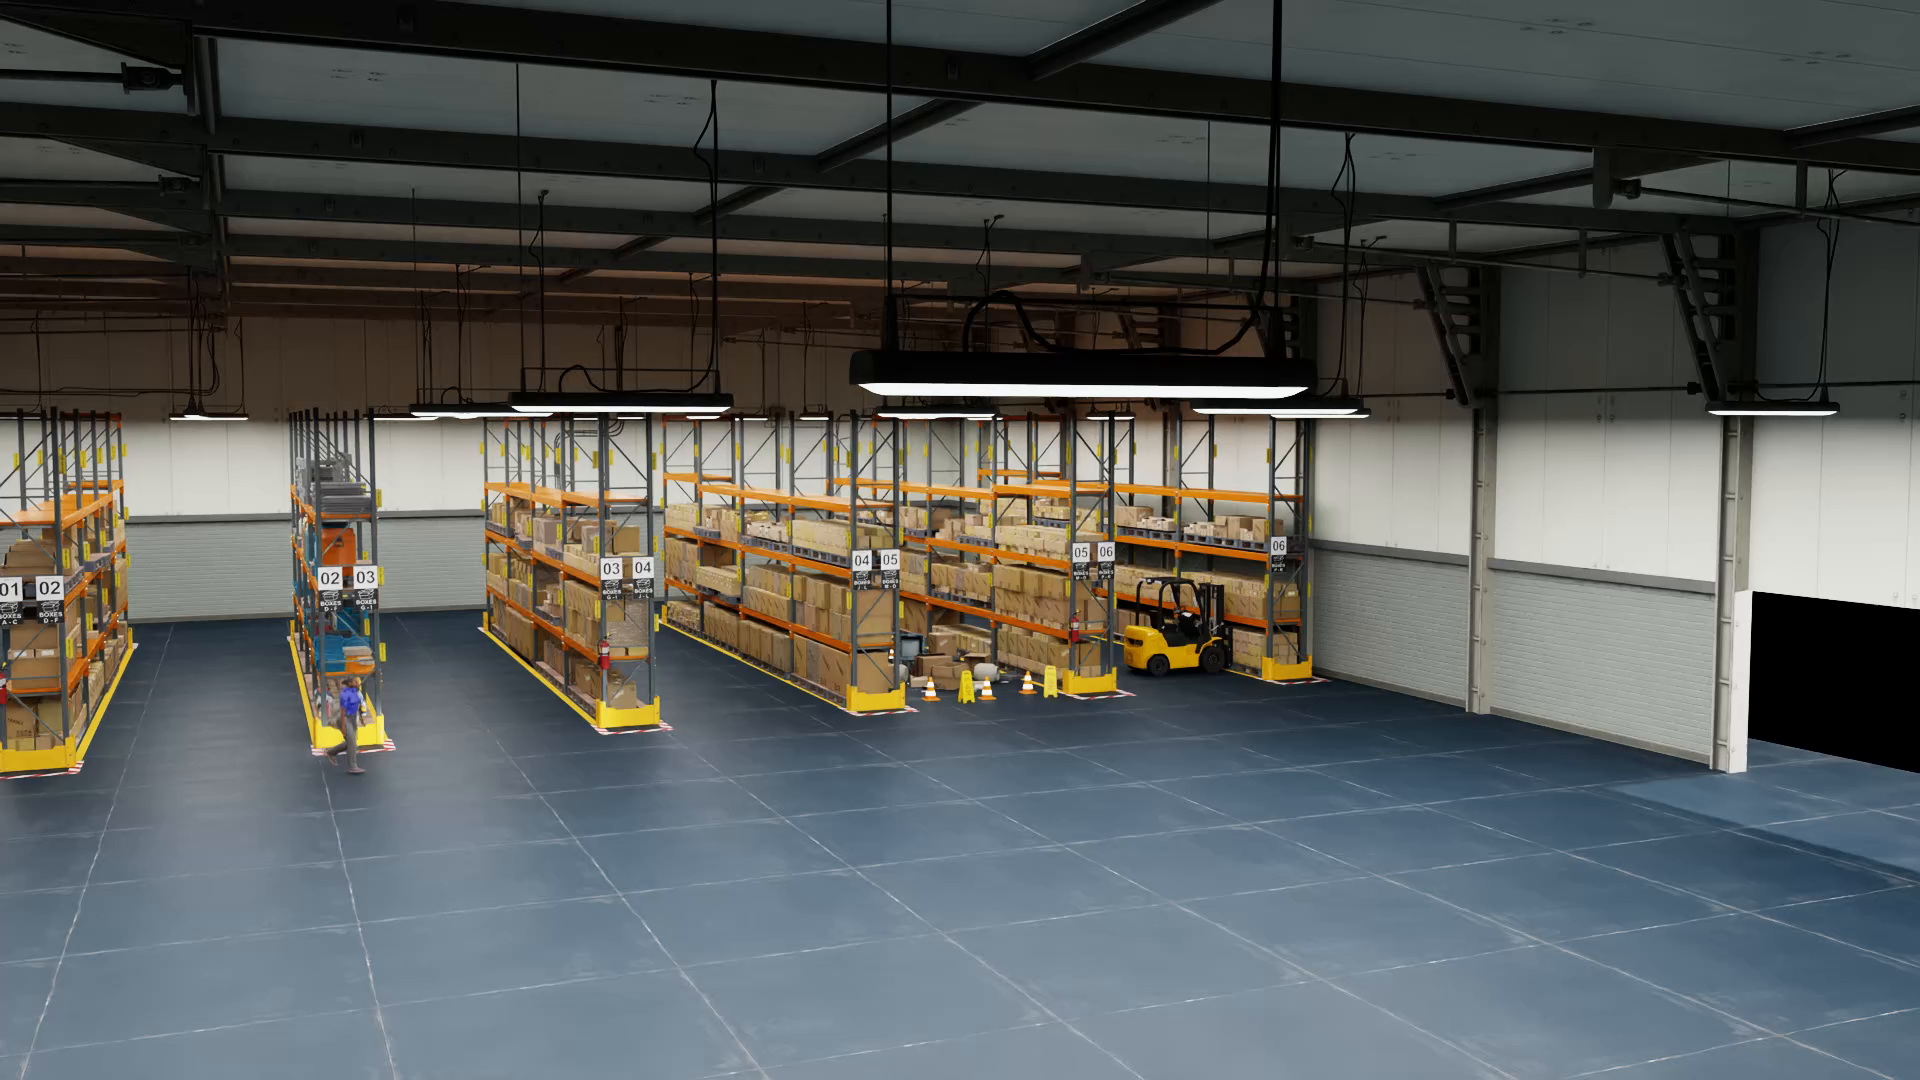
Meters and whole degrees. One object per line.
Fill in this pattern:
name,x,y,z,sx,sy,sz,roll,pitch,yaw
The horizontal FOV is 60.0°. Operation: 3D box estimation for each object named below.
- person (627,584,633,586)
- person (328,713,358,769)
person,-10.009,1.347,49.506,0.648,1.645,0.772,-1,4,-14
person,-10.149,3.275,27.332,0.638,0.925,0.389,1,4,14
